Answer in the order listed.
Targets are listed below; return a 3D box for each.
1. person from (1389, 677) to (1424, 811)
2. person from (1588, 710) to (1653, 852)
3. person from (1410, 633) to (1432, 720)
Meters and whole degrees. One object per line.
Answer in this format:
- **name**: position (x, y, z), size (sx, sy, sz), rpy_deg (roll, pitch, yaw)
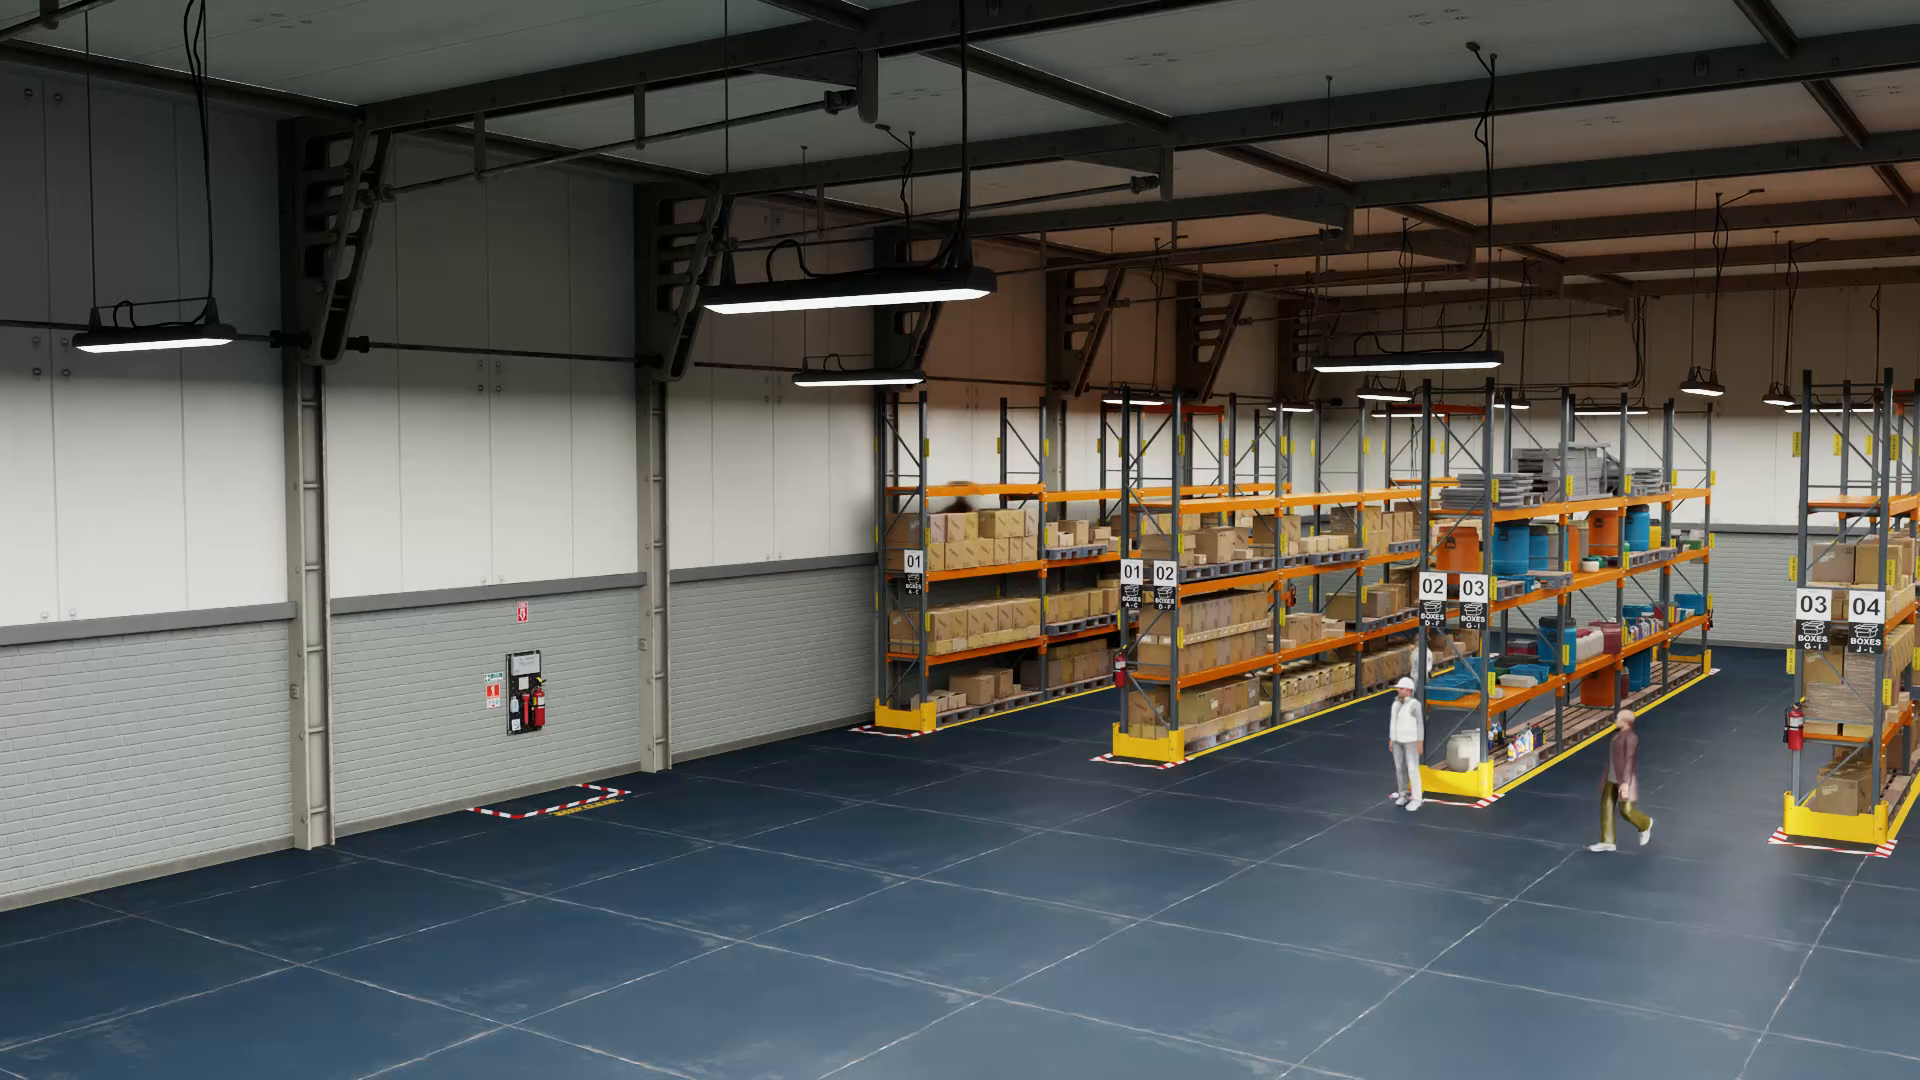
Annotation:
- **person**: position (6.223, 2.829, 23.261), size (0.434, 1.791, 0.631), rpy_deg (-2, 4, -30)
- **person**: position (8.216, 2.971, 20.559), size (0.811, 1.765, 0.537), rpy_deg (-2, 4, -28)
- **person**: position (8.344, 2.519, 30.090), size (0.465, 1.677, 0.939), rpy_deg (2, 4, 35)
